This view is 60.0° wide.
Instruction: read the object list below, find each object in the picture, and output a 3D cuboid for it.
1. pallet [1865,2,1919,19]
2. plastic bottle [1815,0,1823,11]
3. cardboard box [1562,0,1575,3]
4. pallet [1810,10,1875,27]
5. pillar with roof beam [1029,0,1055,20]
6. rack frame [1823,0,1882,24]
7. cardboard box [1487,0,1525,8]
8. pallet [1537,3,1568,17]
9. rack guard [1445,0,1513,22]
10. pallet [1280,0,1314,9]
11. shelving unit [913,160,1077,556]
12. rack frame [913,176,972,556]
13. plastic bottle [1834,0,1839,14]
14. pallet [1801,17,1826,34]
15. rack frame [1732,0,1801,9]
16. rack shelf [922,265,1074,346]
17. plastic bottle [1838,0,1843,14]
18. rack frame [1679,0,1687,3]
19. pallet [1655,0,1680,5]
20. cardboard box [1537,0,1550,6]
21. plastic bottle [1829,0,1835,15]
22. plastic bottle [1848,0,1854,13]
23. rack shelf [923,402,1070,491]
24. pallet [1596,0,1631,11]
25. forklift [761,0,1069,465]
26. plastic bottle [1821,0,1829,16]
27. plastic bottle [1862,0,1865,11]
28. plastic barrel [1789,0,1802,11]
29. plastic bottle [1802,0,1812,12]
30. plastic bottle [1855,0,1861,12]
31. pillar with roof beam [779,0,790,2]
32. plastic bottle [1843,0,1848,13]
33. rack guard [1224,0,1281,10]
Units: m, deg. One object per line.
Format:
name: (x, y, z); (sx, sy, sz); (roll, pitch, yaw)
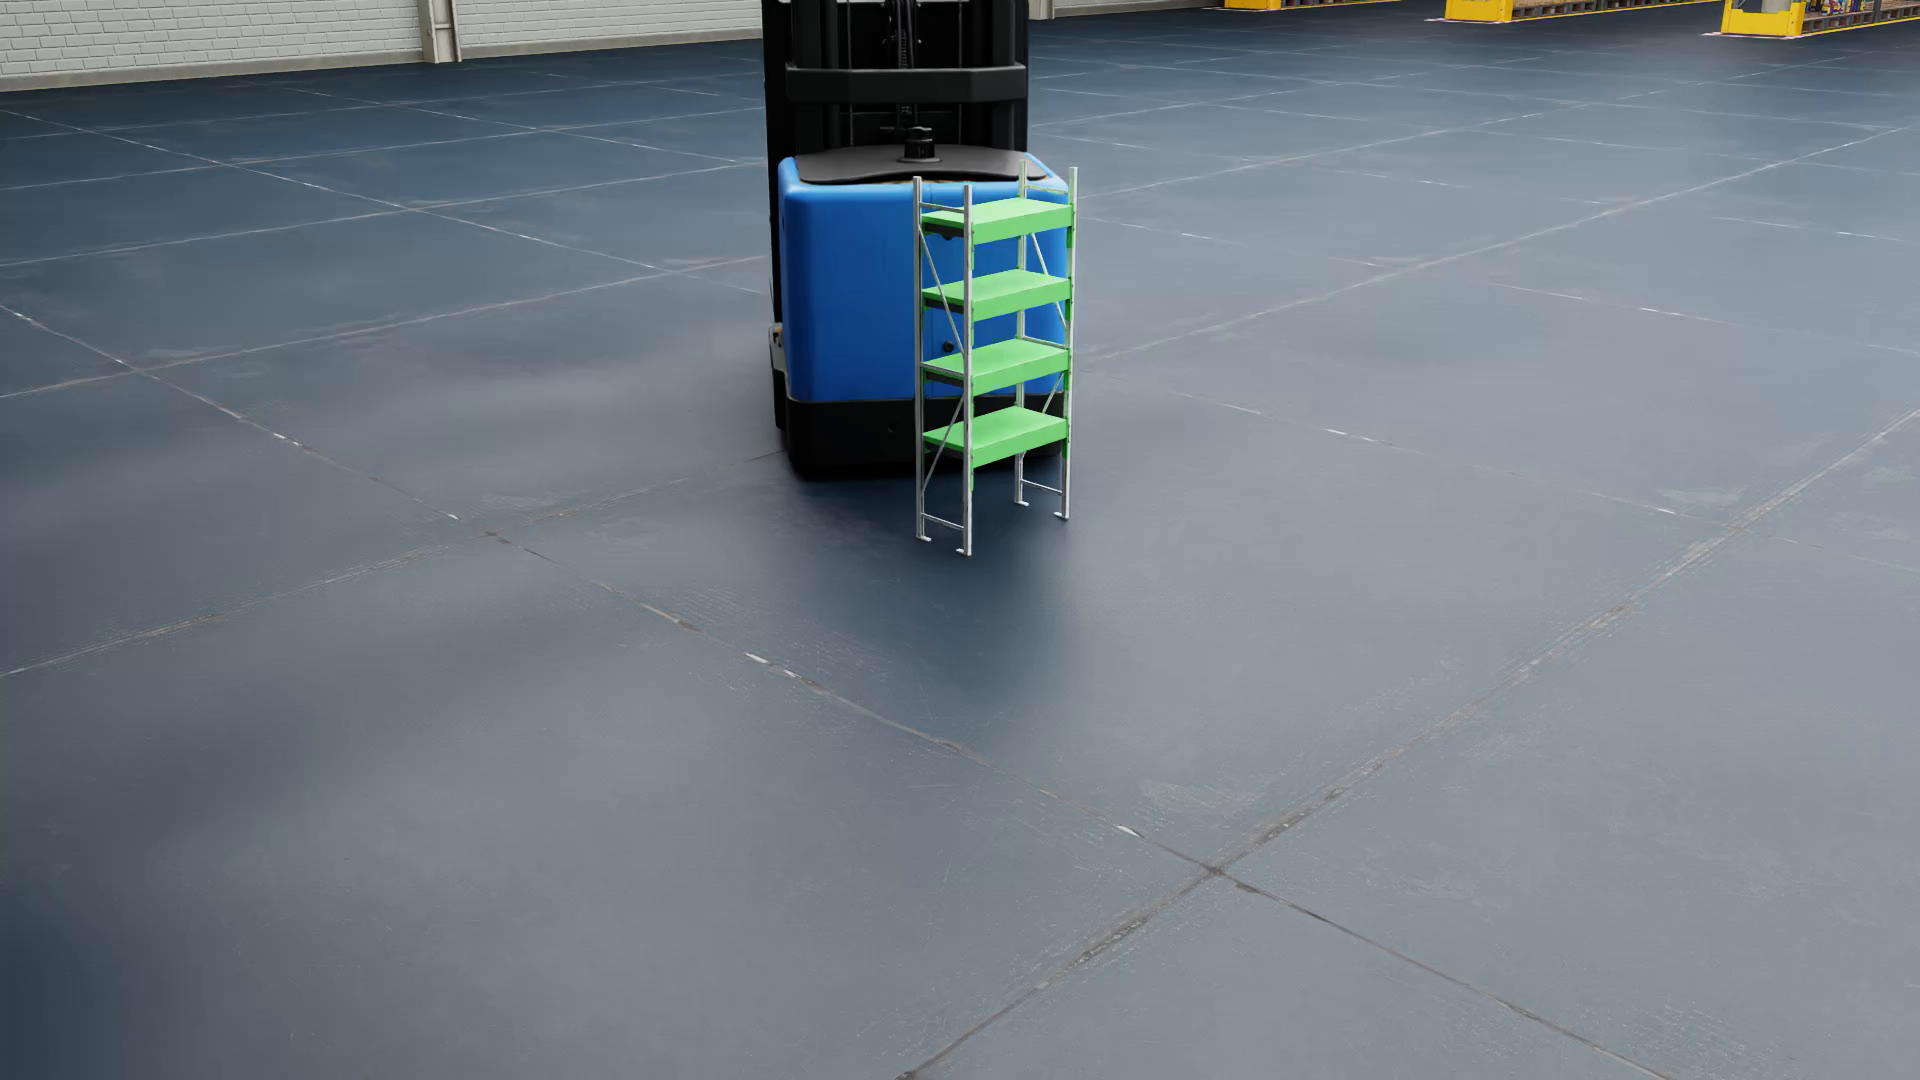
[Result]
pallet: (17.047, -9.788, 30.746); (1.003, 0.211, 1.213); (19, 28, 41)
plastic bottle: (14.919, -9.392, 28.908); (0.144, 0.351, 0.185); (19, 28, 41)
cardboard box: (11.269, -10.284, 31.396); (0.500, 0.250, 0.500); (19, 28, 41)
pallet: (15.178, -9.099, 28.953); (1.003, 0.211, 1.213); (19, 28, 41)
pillar with roof beam: (4.555, -12.591, 25.790); (9.100, 9.000, 0.400); (19, 28, 41)
rack frame: (15.676, -10.563, 28.875); (1.000, 3.000, 0.127); (19, 28, 41)
cardboard box: (9.873, -9.770, 30.060); (0.500, 0.250, 0.500); (19, 28, 41)
pallet: (10.694, -9.993, 31.279); (1.003, 0.211, 1.213); (19, 28, 41)
rack guard: (9.322, -9.602, 29.860); (1.175, 0.500, 0.348); (19, 28, 41)
pallet: (6.432, -10.932, 33.722); (1.003, 0.211, 1.213); (19, 28, 41)
shelving unit: (0.115, -0.603, 5.470); (0.258, 1.200, 0.503); (19, 28, 41)
rack frame: (-0.055, -0.540, 5.307); (0.240, 1.200, 0.015); (19, 28, 41)
plastic bottle: (14.683, -8.968, 27.916); (0.097, 0.271, 0.097); (0, 21, 0)
pallet: (13.475, -8.472, 27.321); (1.003, 0.211, 1.213); (19, 28, 41)
rack frame: (12.886, -9.535, 26.200); (1.000, 3.000, 0.127); (19, 28, 41)
rack shelf: (0.115, -0.767, 5.407); (0.258, 0.148, 0.480); (19, 28, 41)
plastic bottle: (14.824, -9.020, 28.052); (0.097, 0.271, 0.097); (0, 21, 0)
rack frame: (14.920, -12.832, 34.778); (1.000, 3.000, 0.127); (19, 28, 41)
pallet: (14.318, -11.328, 34.753); (1.003, 0.211, 1.213); (19, 28, 41)
cardboard box: (10.568, -10.028, 30.730); (0.500, 0.250, 0.500); (19, 28, 41)
plastic bottle: (14.545, -8.914, 27.757); (0.133, 0.283, 0.061); (-20, 28, -41)
plastic bottle: (15.216, -9.161, 28.401); (0.133, 0.283, 0.061); (-18, 27, -39)
rack shelf: (0.115, -0.319, 5.579); (0.258, 0.148, 0.480); (19, 28, 41)
pallet: (12.616, -10.701, 33.121); (1.003, 0.211, 1.213); (19, 28, 41)
forklift: (-0.294, -2.131, 7.034); (1.130, 2.935, 3.031); (-3, 21, -7)
plastic bottle: (14.374, -8.854, 27.620); (0.097, 0.271, 0.097); (0, 21, 0)
plastic bottle: (15.646, -9.291, 28.853); (0.097, 0.201, 0.097); (0, 21, 0)
plastic barrel: (13.640, -8.886, 27.396); (0.421, 0.512, 0.421); (0, 21, 0)
plastic bottle: (14.511, -9.205, 28.525); (0.152, 0.276, 0.135); (19, 28, 41)
plastic bottle: (15.433, -9.294, 28.653); (0.144, 0.351, 0.185); (18, 28, 39)
pillar with roof beam: (0.369, -11.049, 21.777); (9.100, 9.000, 0.400); (19, 28, 41)
plastic bottle: (14.958, -9.086, 28.216); (0.135, 0.276, 0.152); (-20, 28, -41)
rack guard: (5.840, -10.867, 33.150); (1.175, 0.500, 0.348); (19, 28, 41)
